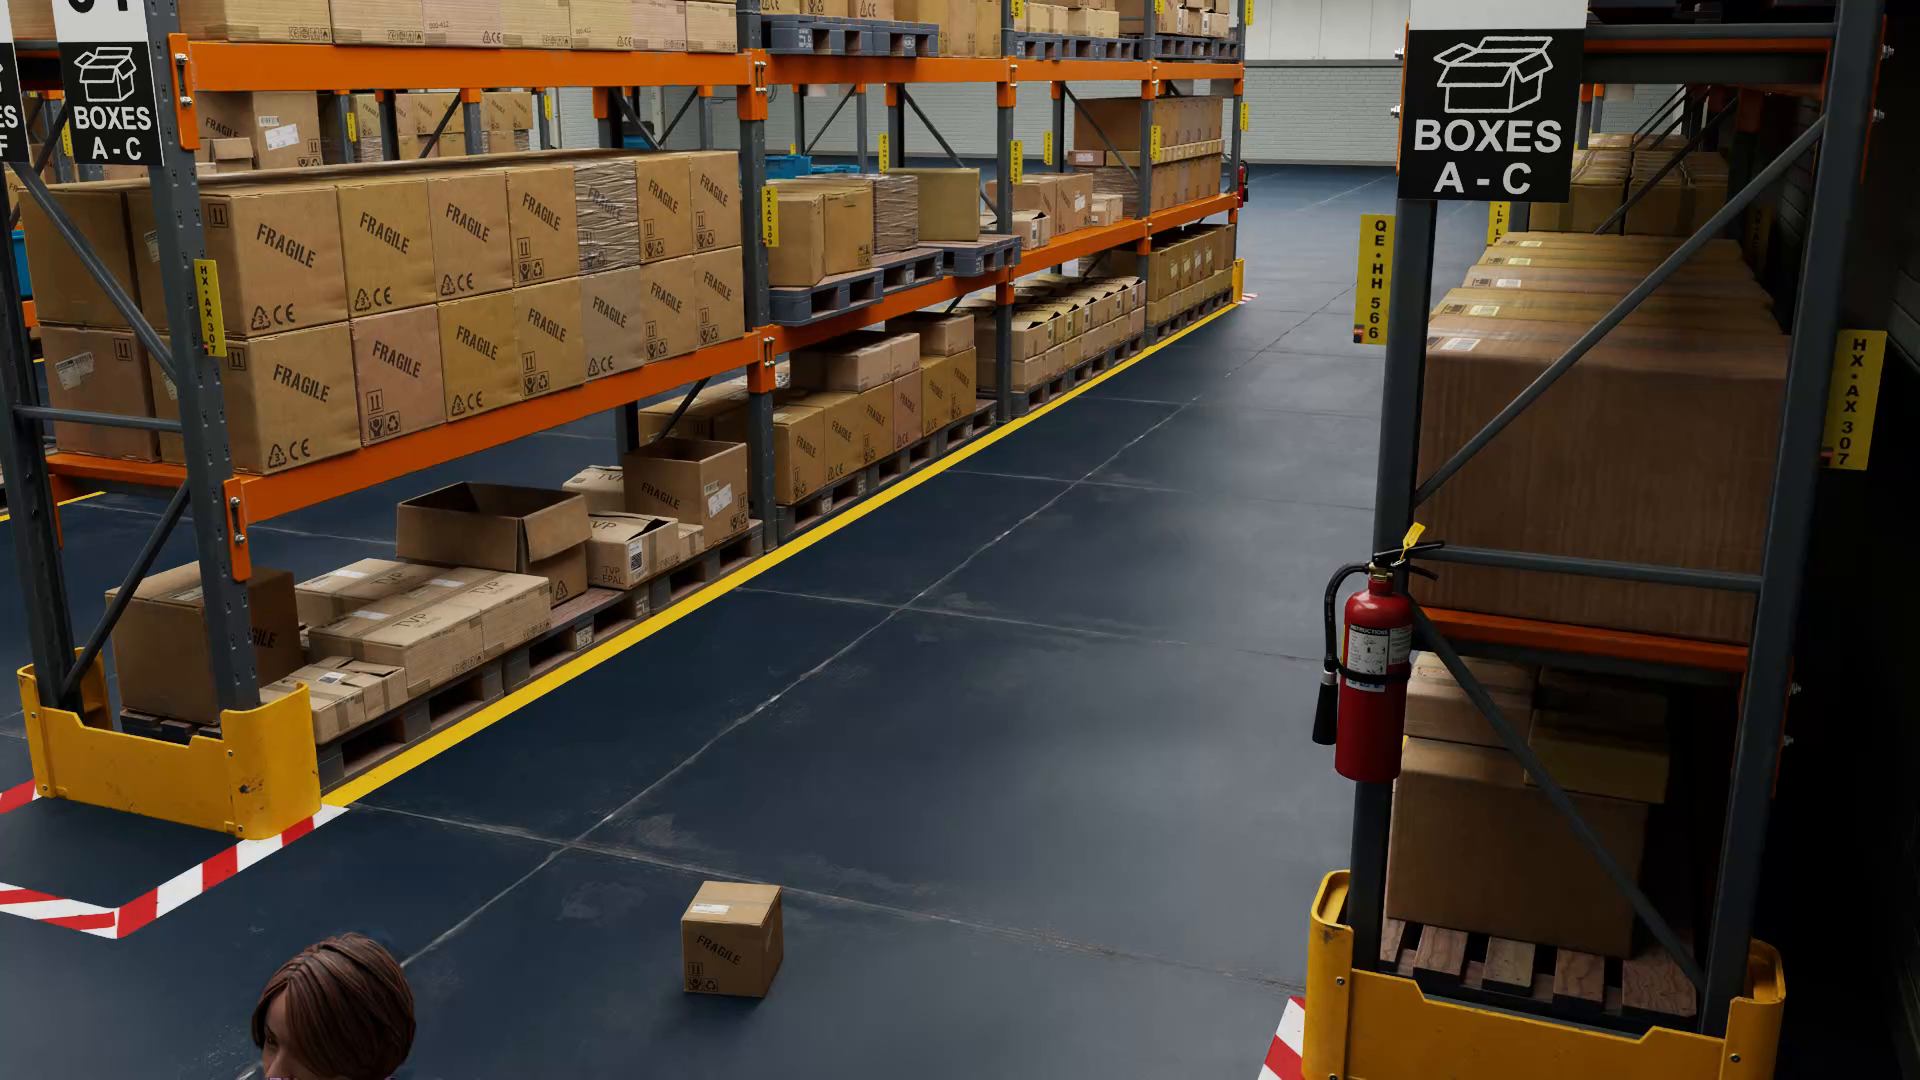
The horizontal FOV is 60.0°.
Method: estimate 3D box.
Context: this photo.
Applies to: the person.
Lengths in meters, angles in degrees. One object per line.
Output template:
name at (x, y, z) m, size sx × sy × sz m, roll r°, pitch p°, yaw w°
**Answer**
person at (-0.859, 1.305, 2.369) m, size 0.417 × 1.534 × 0.934 m, roll 3°, pitch 16°, yaw 10°
